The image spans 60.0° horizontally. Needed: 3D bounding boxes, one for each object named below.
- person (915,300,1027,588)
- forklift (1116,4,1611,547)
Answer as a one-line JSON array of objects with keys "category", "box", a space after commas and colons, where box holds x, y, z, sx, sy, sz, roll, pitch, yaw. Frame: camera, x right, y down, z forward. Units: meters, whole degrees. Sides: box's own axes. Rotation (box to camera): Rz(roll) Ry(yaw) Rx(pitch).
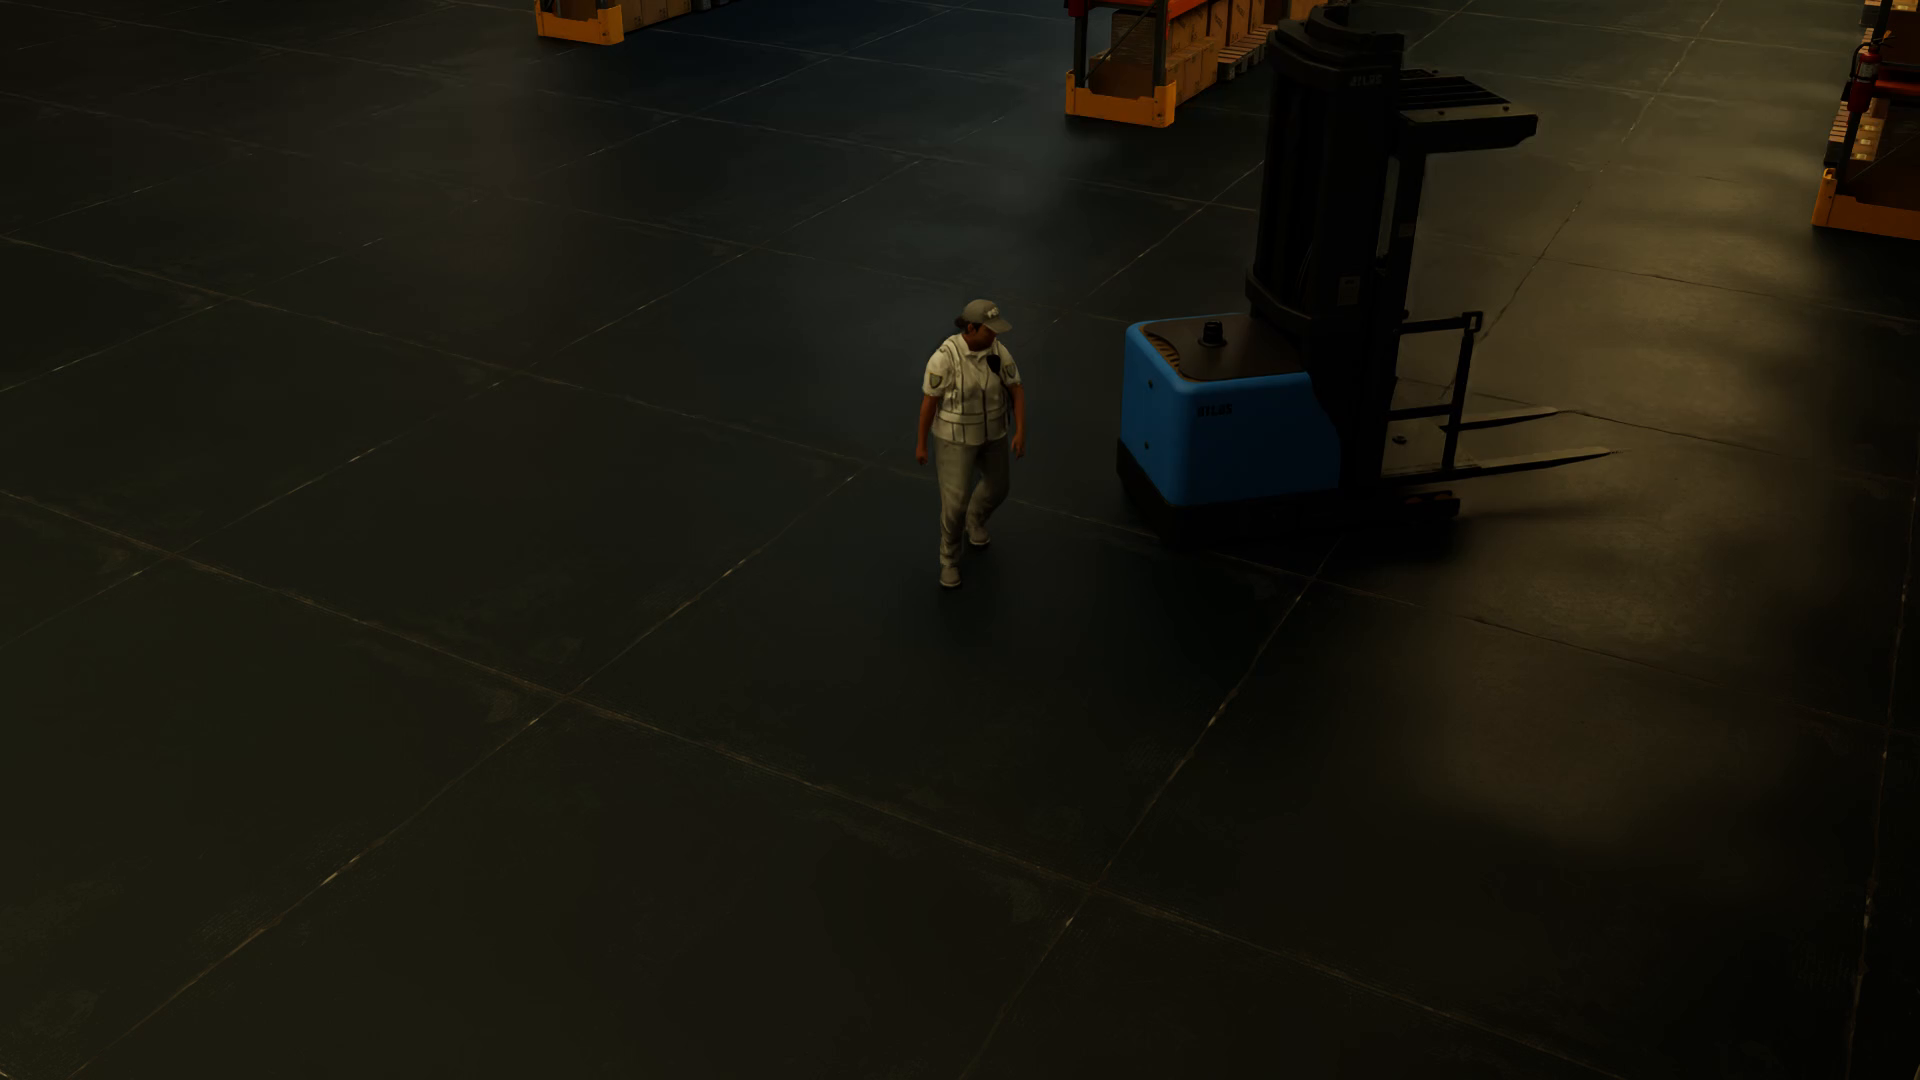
[{"category": "person", "box": [0.049, -0.578, 9.411, 0.619, 1.599, 0.695, -17, 34, -26]}, {"category": "forklift", "box": [2.572, -1.612, 9.864, 3.031, 2.935, 1.130, -7, 31, -12]}]
